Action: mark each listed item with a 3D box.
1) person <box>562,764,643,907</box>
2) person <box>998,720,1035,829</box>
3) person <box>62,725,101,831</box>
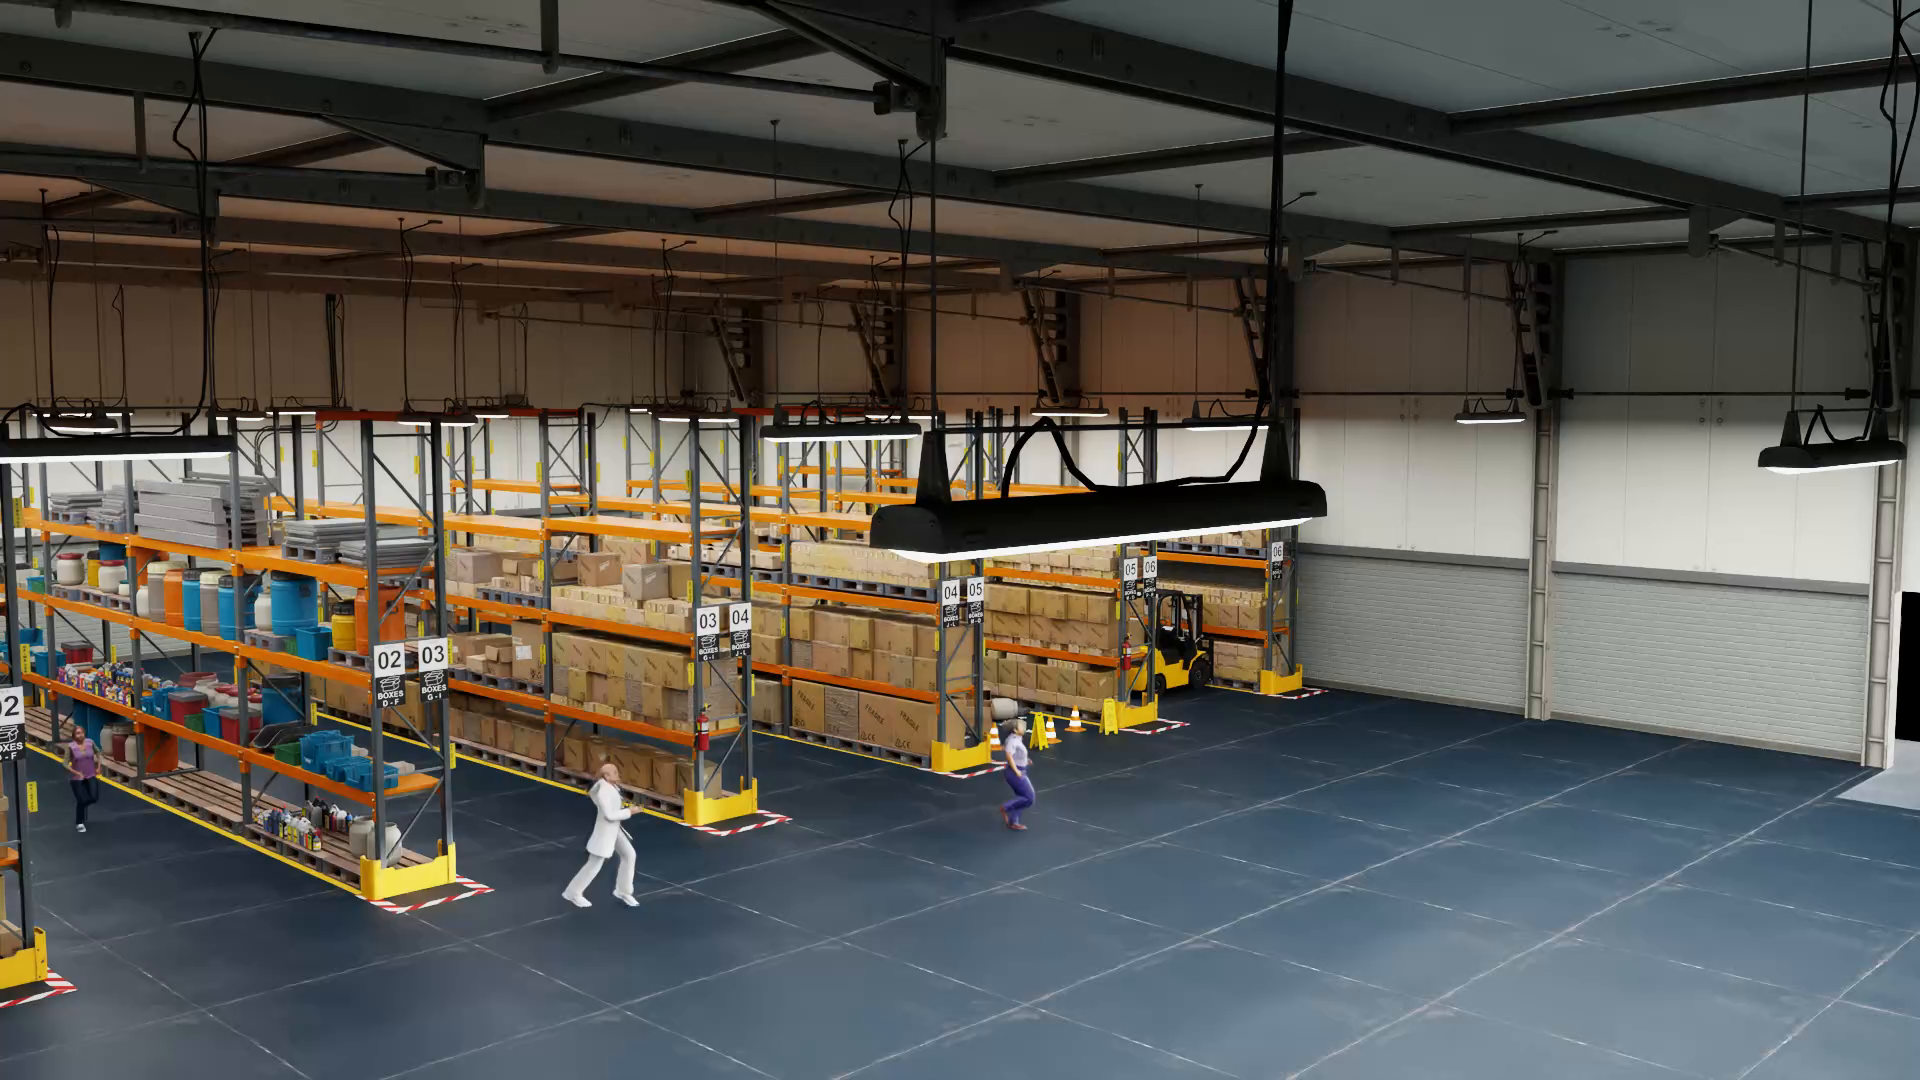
[{"bbox_3d":[-4.374,3.640,20.414,0.986,1.832,0.682,0,5,-1],"label":"person"},{"bbox_3d":[0.809,3.405,24.092,0.531,1.606,0.657,0,5,-3],"label":"person"},{"bbox_3d":[-12.637,3.439,23.992,0.560,1.558,0.605,-5,7,-43],"label":"person"}]
